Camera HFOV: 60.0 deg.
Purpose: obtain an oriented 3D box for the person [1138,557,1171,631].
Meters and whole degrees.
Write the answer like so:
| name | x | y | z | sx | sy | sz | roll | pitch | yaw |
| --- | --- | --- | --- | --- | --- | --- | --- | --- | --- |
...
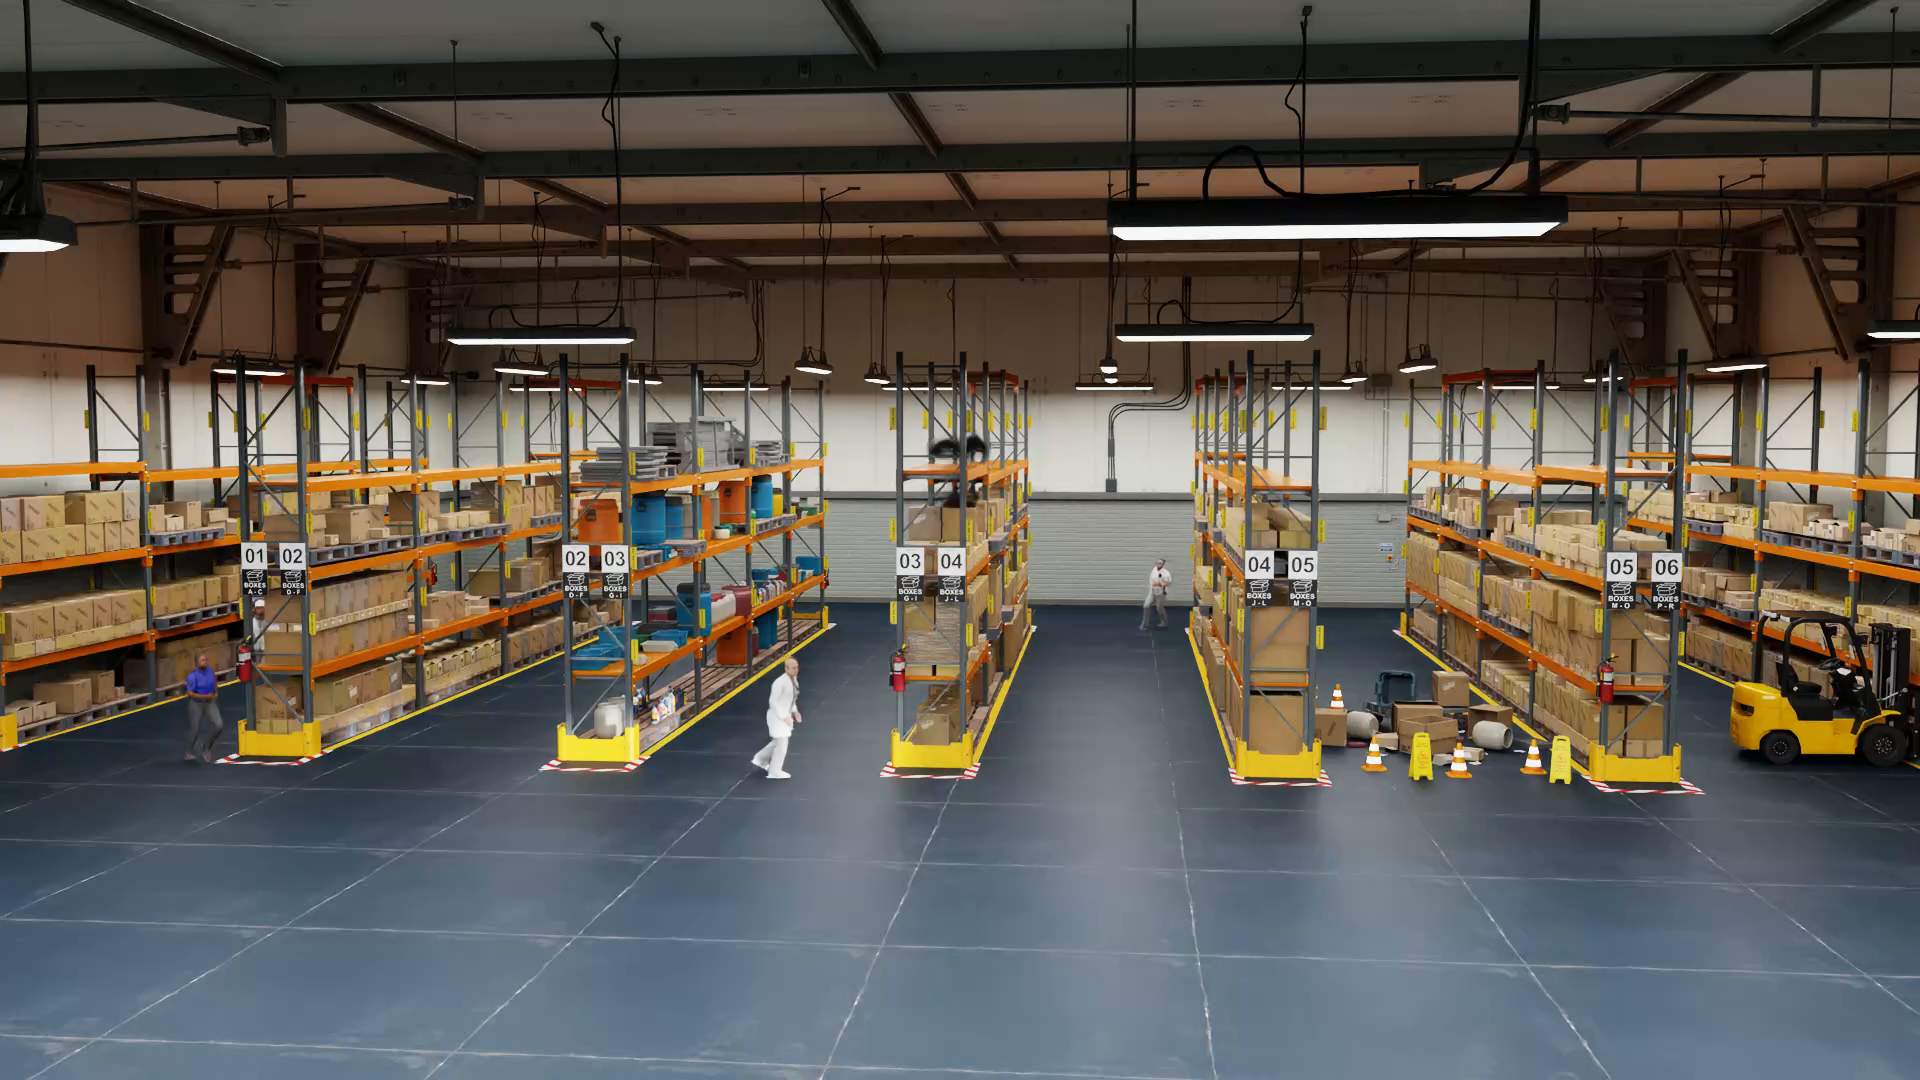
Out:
| name | x | y | z | sx | sy | sz | roll | pitch | yaw |
| --- | --- | --- | --- | --- | --- | --- | --- | --- | --- |
| person | 4.787 | 1.303 | 40.003 | 0.706 | 1.805 | 0.843 | 4 | 6 | 42 |

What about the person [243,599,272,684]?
| name | x | y | z | sx | sy | sz | roll | pitch | yaw |
| --- | --- | --- | --- | --- | --- | --- | --- | --- | --- |
| person | -12.625 | 1.983 | 30.116 | 0.600 | 1.825 | 0.833 | 0 | 4 | 0 |

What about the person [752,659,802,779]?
| name | x | y | z | sx | sy | sz | roll | pitch | yaw |
| --- | --- | --- | --- | --- | --- | --- | --- | --- | --- |
| person | -2.589 | 2.492 | 23.296 | 0.782 | 1.714 | 0.726 | 1 | 4 | 16 |

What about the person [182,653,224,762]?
| name | x | y | z | sx | sy | sz | roll | pitch | yaw |
| --- | --- | --- | --- | --- | --- | --- | --- | --- | --- |
| person | -11.067 | 2.450 | 24.348 | 0.825 | 1.619 | 0.578 | 3 | 5 | 36 |
